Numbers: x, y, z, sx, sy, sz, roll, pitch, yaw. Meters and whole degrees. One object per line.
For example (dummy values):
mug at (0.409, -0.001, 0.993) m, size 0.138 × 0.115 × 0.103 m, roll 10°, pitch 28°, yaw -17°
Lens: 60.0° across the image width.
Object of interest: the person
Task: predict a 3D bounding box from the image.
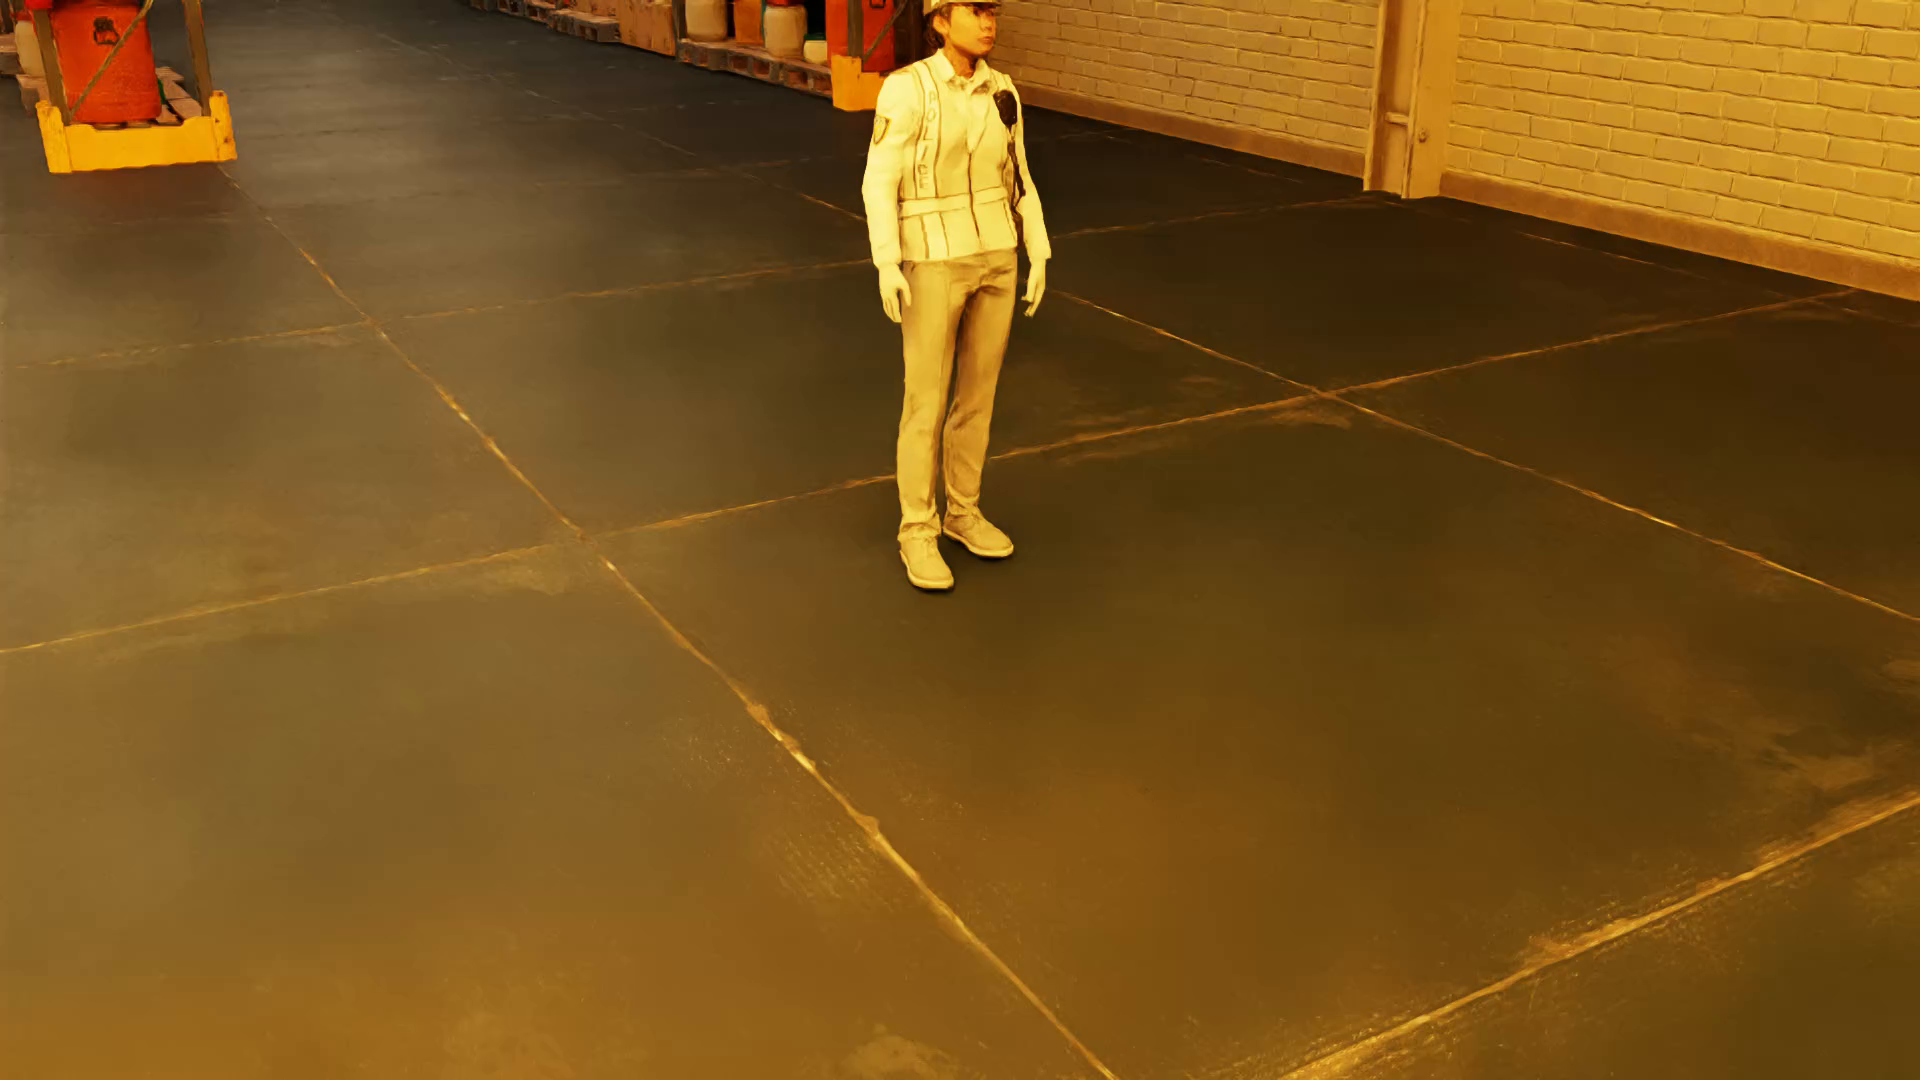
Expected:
person at (0.028, -0.767, 4.752) m, size 0.586 × 1.695 × 0.533 m, roll -12°, pitch 25°, yaw -28°
